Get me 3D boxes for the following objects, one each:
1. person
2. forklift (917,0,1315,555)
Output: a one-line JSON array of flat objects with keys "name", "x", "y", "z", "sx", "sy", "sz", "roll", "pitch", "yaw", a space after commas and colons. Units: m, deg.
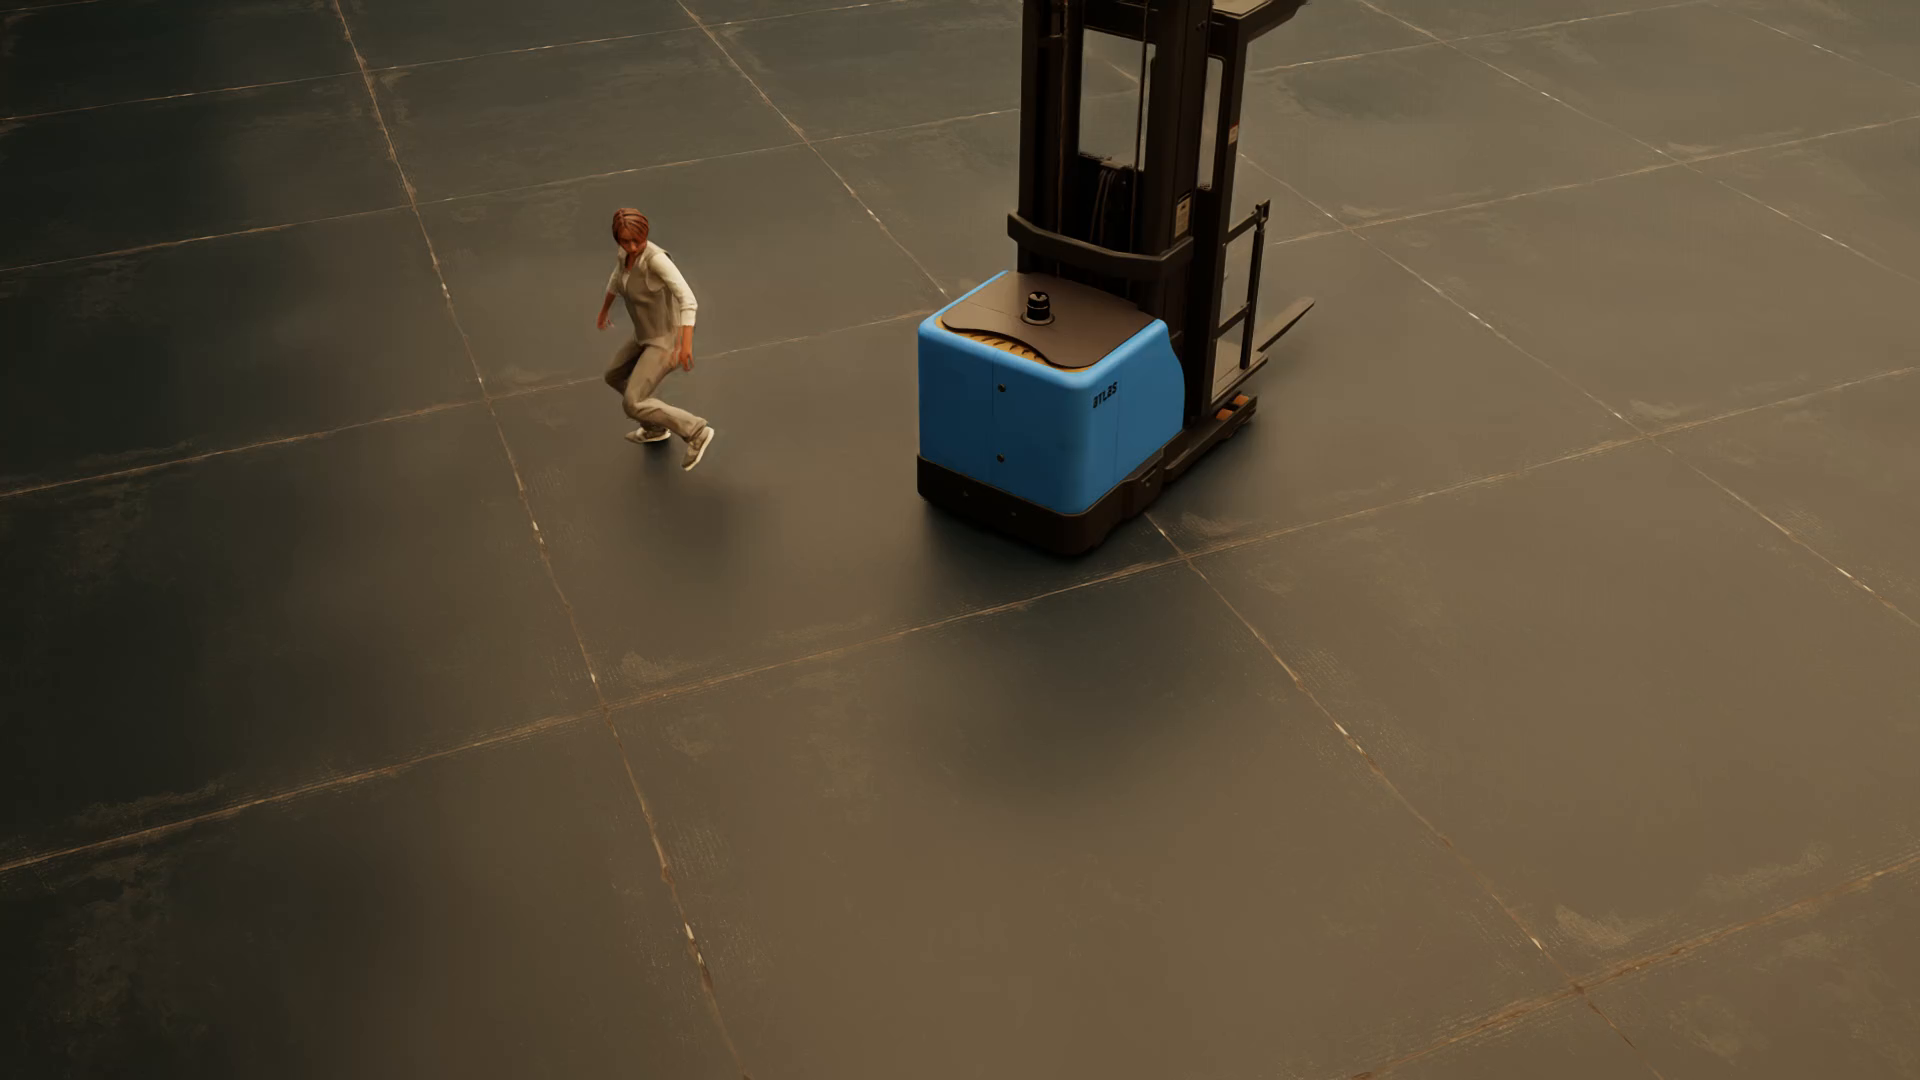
[{"name": "person", "x": -1.673, "y": -1.070, "z": 8.902, "sx": 0.456, "sy": 1.475, "sz": 0.845, "roll": -16, "pitch": 38, "yaw": -21}, {"name": "forklift", "x": 1.049, "y": -1.921, "z": 8.801, "sx": 1.130, "sy": 2.935, "sz": 3.031, "roll": 23, "pitch": 41, "yaw": 29}]
